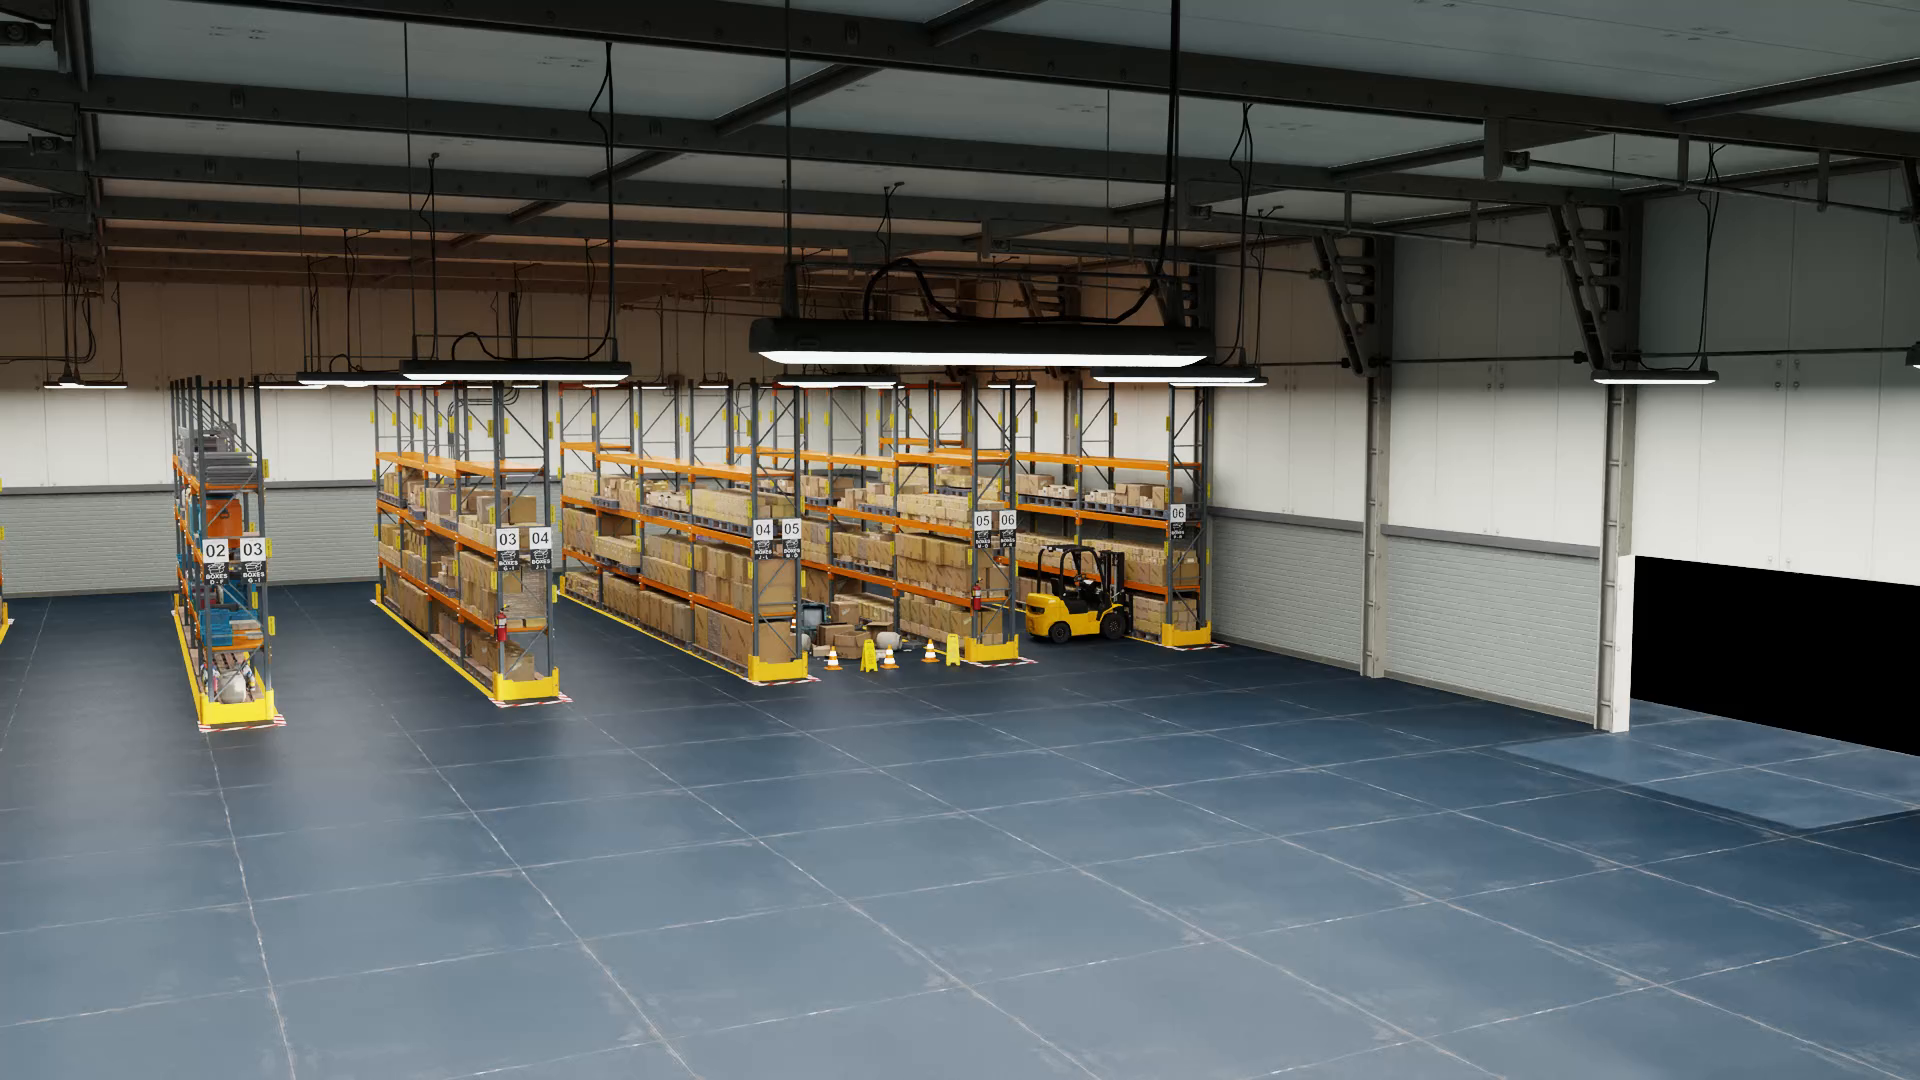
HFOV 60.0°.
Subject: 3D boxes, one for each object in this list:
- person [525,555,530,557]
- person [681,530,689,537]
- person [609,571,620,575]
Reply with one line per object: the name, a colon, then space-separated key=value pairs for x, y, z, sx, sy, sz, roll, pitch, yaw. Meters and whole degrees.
person: x=-11.439 y=0.921 z=44.759 sx=0.691 sy=1.652 sz=0.843 roll=-2 pitch=5 yaw=-21
person: x=-8.342 y=0.372 z=50.325 sx=0.756 sy=1.736 sz=0.674 roll=-2 pitch=6 yaw=-23
person: x=-10.114 y=0.586 z=48.535 sx=0.534 sy=1.649 sz=0.684 roll=3 pitch=6 yaw=26
